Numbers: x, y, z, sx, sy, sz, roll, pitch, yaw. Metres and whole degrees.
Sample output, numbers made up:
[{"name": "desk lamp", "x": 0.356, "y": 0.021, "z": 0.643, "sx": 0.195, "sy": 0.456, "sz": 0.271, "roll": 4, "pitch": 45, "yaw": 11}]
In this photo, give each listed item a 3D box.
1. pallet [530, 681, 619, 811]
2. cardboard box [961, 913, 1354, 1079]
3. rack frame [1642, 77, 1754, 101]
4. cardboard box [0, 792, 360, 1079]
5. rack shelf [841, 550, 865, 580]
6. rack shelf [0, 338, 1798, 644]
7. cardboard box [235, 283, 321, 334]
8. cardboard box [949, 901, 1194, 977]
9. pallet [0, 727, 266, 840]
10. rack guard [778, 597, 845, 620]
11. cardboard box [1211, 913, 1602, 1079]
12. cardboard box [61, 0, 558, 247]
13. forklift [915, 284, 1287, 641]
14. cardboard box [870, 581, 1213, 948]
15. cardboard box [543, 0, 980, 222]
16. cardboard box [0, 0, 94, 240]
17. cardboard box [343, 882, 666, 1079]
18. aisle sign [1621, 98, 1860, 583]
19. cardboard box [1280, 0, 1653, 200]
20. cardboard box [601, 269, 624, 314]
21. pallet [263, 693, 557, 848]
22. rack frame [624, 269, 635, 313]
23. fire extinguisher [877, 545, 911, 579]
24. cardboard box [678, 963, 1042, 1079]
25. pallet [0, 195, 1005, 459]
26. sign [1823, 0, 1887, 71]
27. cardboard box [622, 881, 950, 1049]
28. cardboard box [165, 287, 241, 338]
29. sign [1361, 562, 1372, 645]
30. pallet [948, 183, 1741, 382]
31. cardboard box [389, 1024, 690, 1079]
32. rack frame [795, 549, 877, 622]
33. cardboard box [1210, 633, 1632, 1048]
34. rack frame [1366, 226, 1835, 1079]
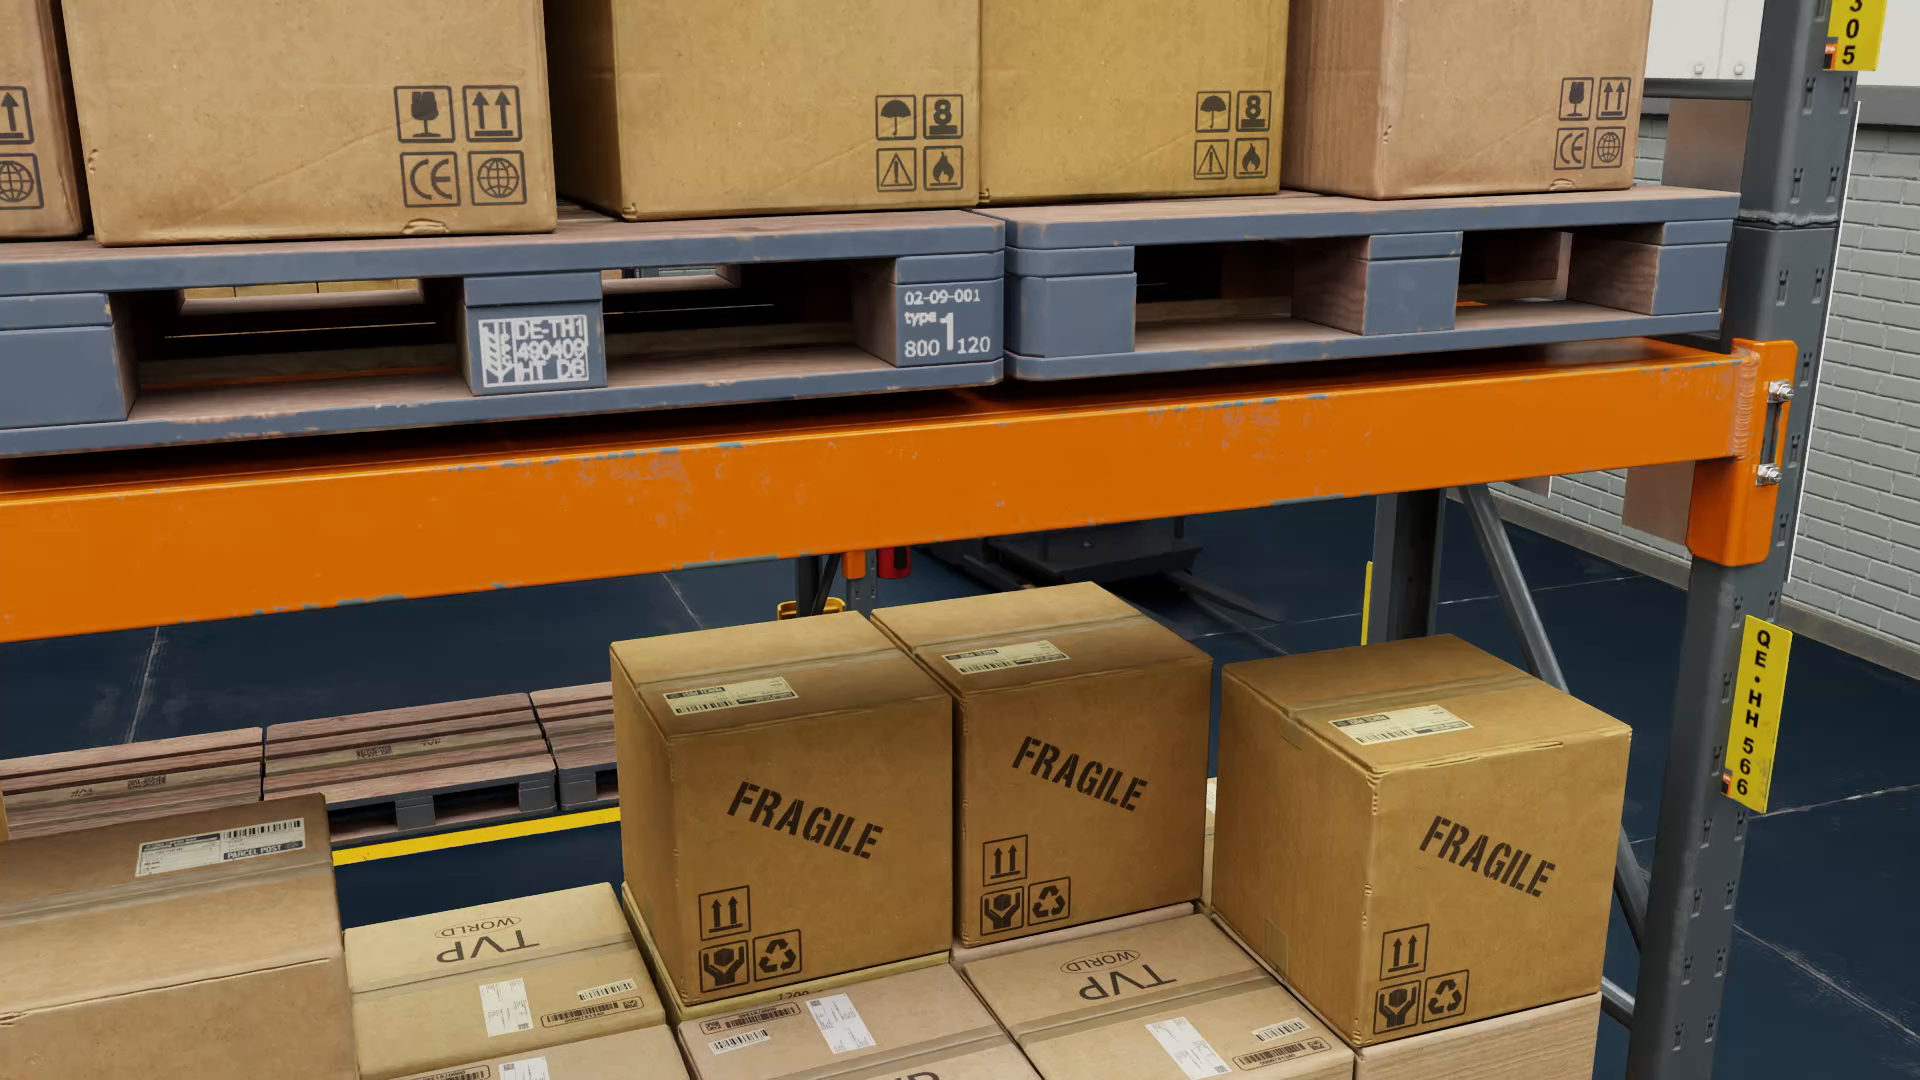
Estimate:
[{"name": "pallet", "x": -1.400, "y": 0.926, "z": 8.069, "sx": 1.213, "sy": 0.211, "sz": 1.003, "roll": -6, "pitch": 17, "yaw": -20}, {"name": "cardboard box", "x": 0.324, "y": 0.917, "z": 2.889, "sx": 0.500, "sy": 0.250, "sz": 0.500, "roll": -6, "pitch": 18, "yaw": -21}, {"name": "rack frame", "x": 1.157, "y": -2.059, "z": 2.639, "sx": 0.053, "sy": 2.616, "sz": 0.949, "roll": -6, "pitch": 17, "yaw": -20}, {"name": "cardboard box", "x": -1.094, "y": 0.709, "z": 2.268, "sx": 0.500, "sy": 0.500, "sz": 0.500, "roll": -7, "pitch": 18, "yaw": -22}, {"name": "rack shelf", "x": -2.484, "y": 0.062, "z": 7.340, "sx": 4.000, "sy": 0.370, "sz": 1.077, "roll": -6, "pitch": 17, "yaw": -20}, {"name": "rack shelf", "x": -0.712, "y": -0.074, "z": 2.479, "sx": 4.000, "sy": 0.370, "sz": 1.077, "roll": -6, "pitch": 17, "yaw": -20}, {"name": "cardboard box", "x": -4.602, "y": -1.515, "z": 11.256, "sx": 0.500, "sy": 0.500, "sz": 0.500, "roll": -6, "pitch": 17, "yaw": -20}, {"name": "cardboard box", "x": 0.128, "y": 0.779, "z": 3.359, "sx": 0.500, "sy": 0.250, "sz": 0.500, "roll": -6, "pitch": 18, "yaw": -21}, {"name": "pallet", "x": -3.679, "y": 1.172, "z": 7.232, "sx": 1.213, "sy": 0.211, "sz": 1.003, "roll": -6, "pitch": 17, "yaw": -20}, {"name": "rack guard", "x": -0.599, "y": 0.709, "z": 8.297, "sx": 0.348, "sy": 0.500, "sz": 1.175, "roll": -6, "pitch": 17, "yaw": -20}, {"name": "cardboard box", "x": 0.798, "y": 0.866, "z": 3.062, "sx": 0.500, "sy": 0.250, "sz": 0.500, "roll": -6, "pitch": 18, "yaw": -21}, {"name": "cardboard box", "x": -0.827, "y": -0.678, "z": 2.159, "sx": 0.500, "sy": 0.500, "sz": 0.700, "roll": -5, "pitch": 17, "yaw": -18}, {"name": "forklift", "x": 0.799, "y": -1.071, "z": 10.043, "sx": 1.130, "sy": 2.935, "sz": 3.031, "roll": -9, "pitch": 19, "yaw": -28}, {"name": "cardboard box", "x": 0.144, "y": 0.416, "z": 3.266, "sx": 0.500, "sy": 0.500, "sz": 0.500, "roll": -7, "pitch": 18, "yaw": -21}, {"name": "cardboard box", "x": -0.345, "y": -0.762, "z": 2.445, "sx": 0.500, "sy": 0.500, "sz": 0.700, "roll": -7, "pitch": 18, "yaw": -24}, {"name": "cardboard box", "x": -1.366, "y": -0.663, "z": 2.107, "sx": 0.500, "sy": 0.500, "sz": 0.700, "roll": -5, "pitch": 17, "yaw": -17}, {"name": "cardboard box", "x": -0.828, "y": 0.883, "z": 3.006, "sx": 0.500, "sy": 0.250, "sz": 0.500, "roll": -7, "pitch": 18, "yaw": -21}, {"name": "aisle sign", "x": 1.330, "y": -0.357, "z": 2.877, "sx": 0.004, "sy": 0.787, "sz": 0.394, "roll": -6, "pitch": 17, "yaw": -20}, {"name": "cardboard box", "x": 0.690, "y": -0.852, "z": 2.751, "sx": 0.500, "sy": 0.500, "sz": 0.700, "roll": -7, "pitch": 18, "yaw": -23}, {"name": "cardboard box", "x": -2.706, "y": -1.719, "z": 11.952, "sx": 0.500, "sy": 0.500, "sz": 0.500, "roll": -6, "pitch": 17, "yaw": -18}, {"name": "pallet", "x": -2.538, "y": 1.048, "z": 7.654, "sx": 1.213, "sy": 0.211, "sz": 1.003, "roll": -6, "pitch": 17, "yaw": -20}, {"name": "rack frame", "x": -2.387, "y": -1.789, "z": 12.367, "sx": 0.053, "sy": 2.616, "sz": 0.949, "roll": -6, "pitch": 17, "yaw": -20}, {"name": "fire extinguisher", "x": -0.313, "y": -0.164, "z": 7.633, "sx": 0.183, "sy": 0.674, "sz": 0.296, "roll": -6, "pitch": 17, "yaw": -20}, {"name": "cardboard box", "x": -0.151, "y": 0.969, "z": 2.714, "sx": 0.500, "sy": 0.250, "sz": 0.500, "roll": -7, "pitch": 18, "yaw": -22}, {"name": "pallet", "x": -0.674, "y": -0.377, "z": 2.391, "sx": 1.213, "sy": 0.211, "sz": 1.003, "roll": -6, "pitch": 17, "yaw": -20}, {"name": "sign", "x": 1.337, "y": -0.863, "z": 2.460, "sx": 0.005, "sy": 0.325, "sz": 0.100, "roll": -6, "pitch": 17, "yaw": -20}, {"name": "cardboard box", "x": -0.342, "y": 0.829, "z": 3.190, "sx": 0.500, "sy": 0.250, "sz": 0.500, "roll": -7, "pitch": 18, "yaw": -22}, {"name": "cardboard box", "x": -3.982, "y": -1.663, "z": 11.761, "sx": 3.026, "sy": 0.500, "sz": 1.079, "roll": -6, "pitch": 17, "yaw": -19}, {"name": "sign", "x": 0.963, "y": 0.219, "z": 3.853, "sx": 0.005, "sy": 0.325, "sz": 0.100, "roll": -6, "pitch": 17, "yaw": -20}, {"name": "pallet", "x": 0.467, "y": -0.501, "z": 2.813, "sx": 1.213, "sy": 0.211, "sz": 1.003, "roll": -6, "pitch": 17, "yaw": -20}, {"name": "cardboard box", "x": -0.636, "y": 1.022, "z": 2.531, "sx": 0.500, "sy": 0.250, "sz": 0.500, "roll": -6, "pitch": 17, "yaw": -20}, {"name": "rack frame", "x": -0.616, "y": -0.485, "z": 7.925, "sx": 0.127, "sy": 3.000, "sz": 1.000, "roll": -6, "pitch": 17, "yaw": -20}, {"name": "cardboard box", "x": 0.795, "y": 0.506, "z": 2.958, "sx": 0.500, "sy": 0.500, "sz": 0.500, "roll": -6, "pitch": 17, "yaw": -19}, {"name": "rack frame", "x": 1.156, "y": 0.819, "z": 3.487, "sx": 0.127, "sy": 3.000, "sz": 1.000, "roll": -6, "pitch": 17, "yaw": -20}]
